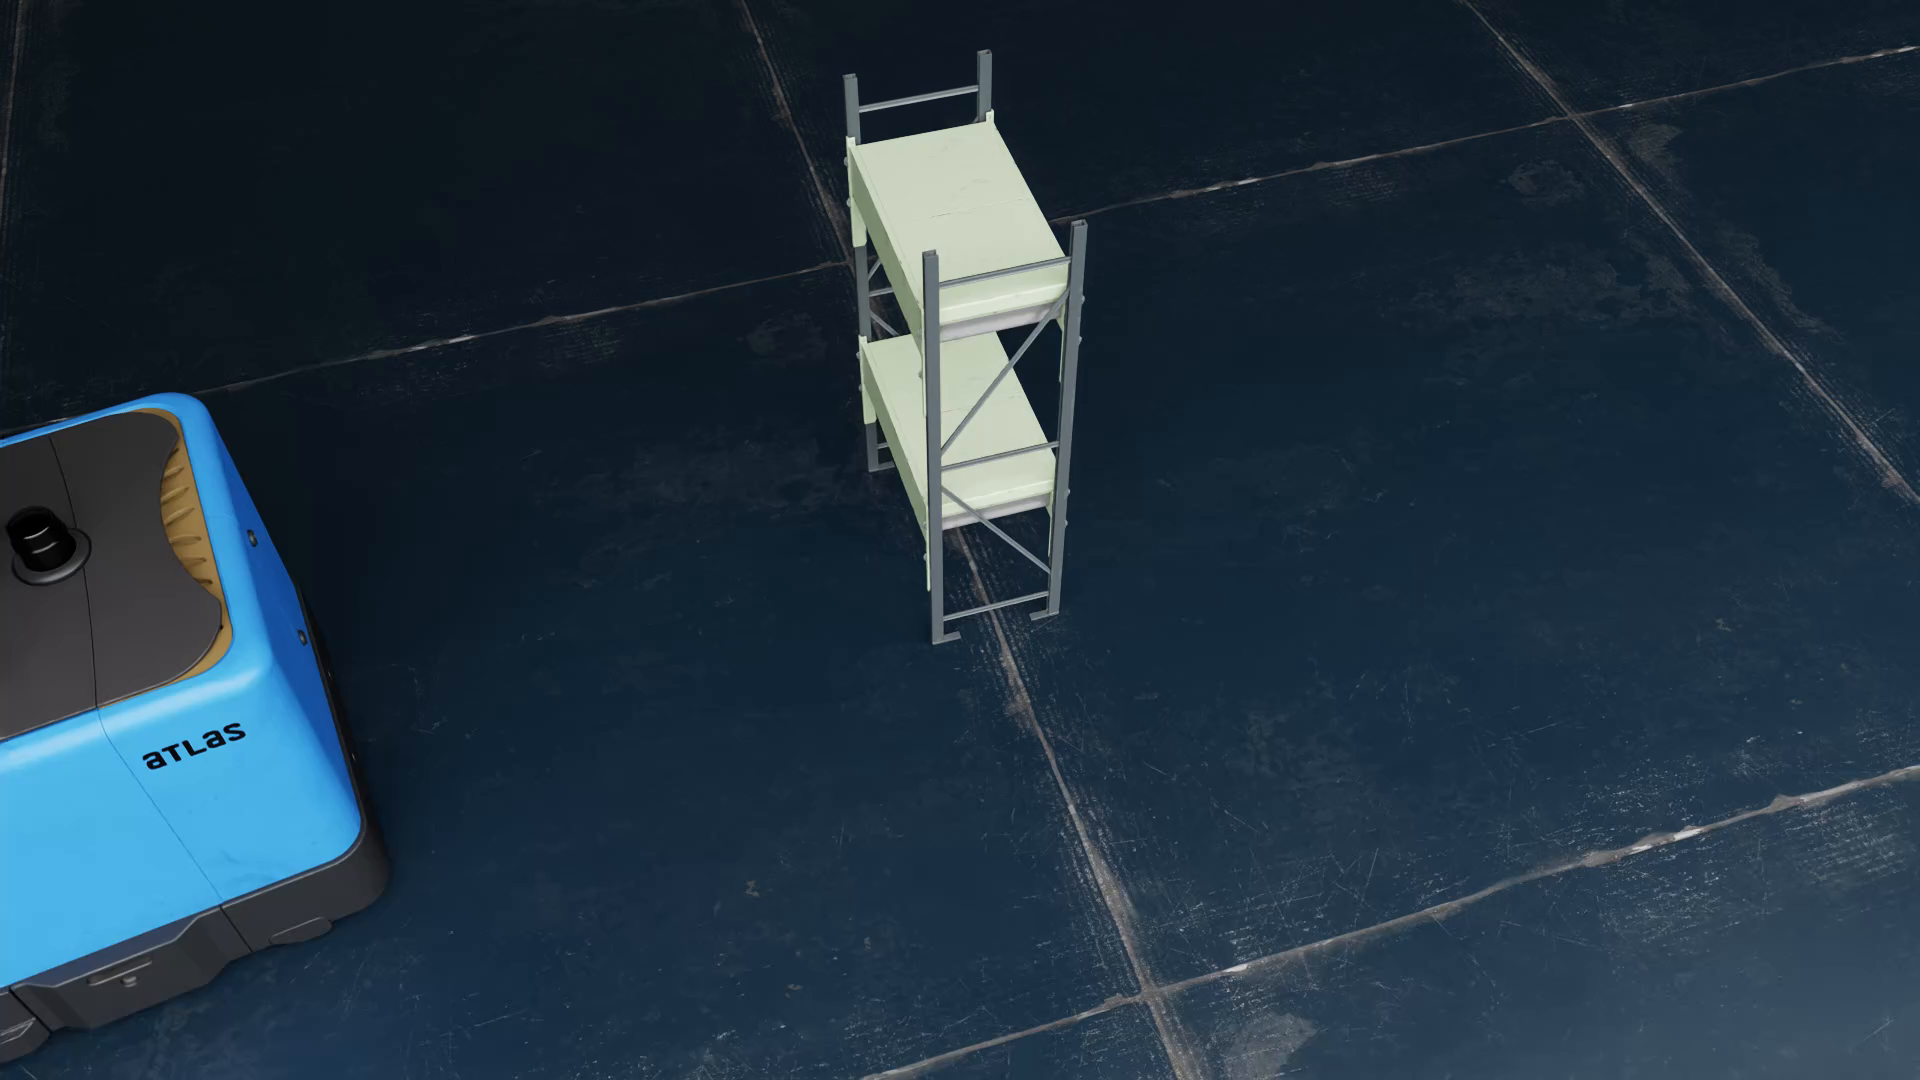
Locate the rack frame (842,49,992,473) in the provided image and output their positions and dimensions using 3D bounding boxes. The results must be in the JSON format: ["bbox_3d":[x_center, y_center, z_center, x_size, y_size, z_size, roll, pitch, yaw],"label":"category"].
[{"bbox_3d":[-0.110,-0.756,4.906,0.400,1.500,0.023,-13,51,-11],"label":"rack frame"}]

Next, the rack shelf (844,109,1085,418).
[{"bbox_3d":[-0.002,-0.740,4.382,0.431,0.370,0.720,-13,51,-11],"label":"rack shelf"}]

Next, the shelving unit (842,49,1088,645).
[{"bbox_3d":[-0.002,-0.488,4.681,0.431,1.500,0.755,-13,51,-11],"label":"shelving unit"}]

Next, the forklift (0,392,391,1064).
[{"bbox_3d":[-3.064,0.176,3.184,3.031,2.935,1.130,-20,53,-16],"label":"forklift"}]

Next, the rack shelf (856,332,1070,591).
[{"bbox_3d":[-0.002,-0.278,4.930,0.431,0.370,0.720,-13,51,-11],"label":"rack shelf"}]

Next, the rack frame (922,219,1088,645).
[{"bbox_3d":[0.106,-0.221,4.455,0.400,1.500,0.023,-13,51,-11],"label":"rack frame"}]
